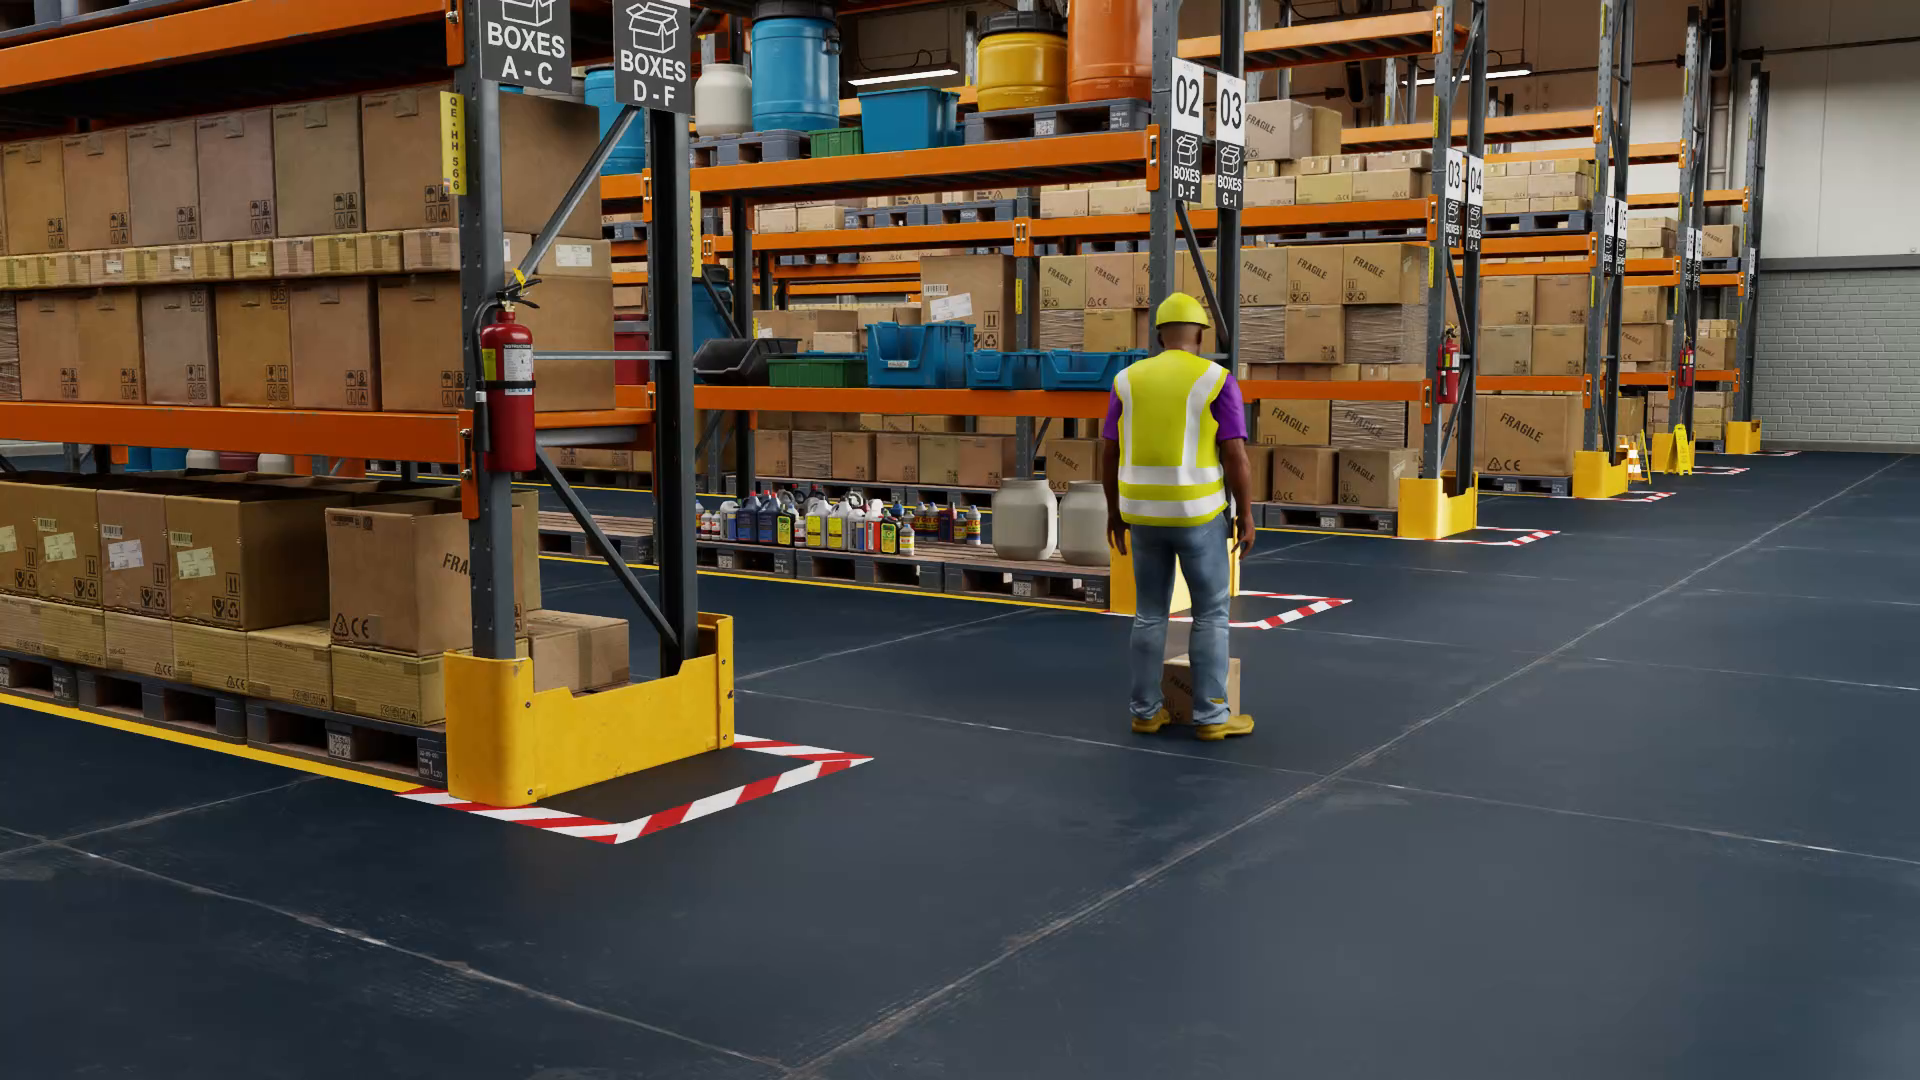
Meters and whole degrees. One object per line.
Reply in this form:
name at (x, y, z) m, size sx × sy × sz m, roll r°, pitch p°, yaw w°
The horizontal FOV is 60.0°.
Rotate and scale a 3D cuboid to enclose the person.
person at (0.873, -0.102, 6.638) m, size 0.629 × 1.759 × 0.460 m, roll 4°, pitch 7°, yaw 30°
